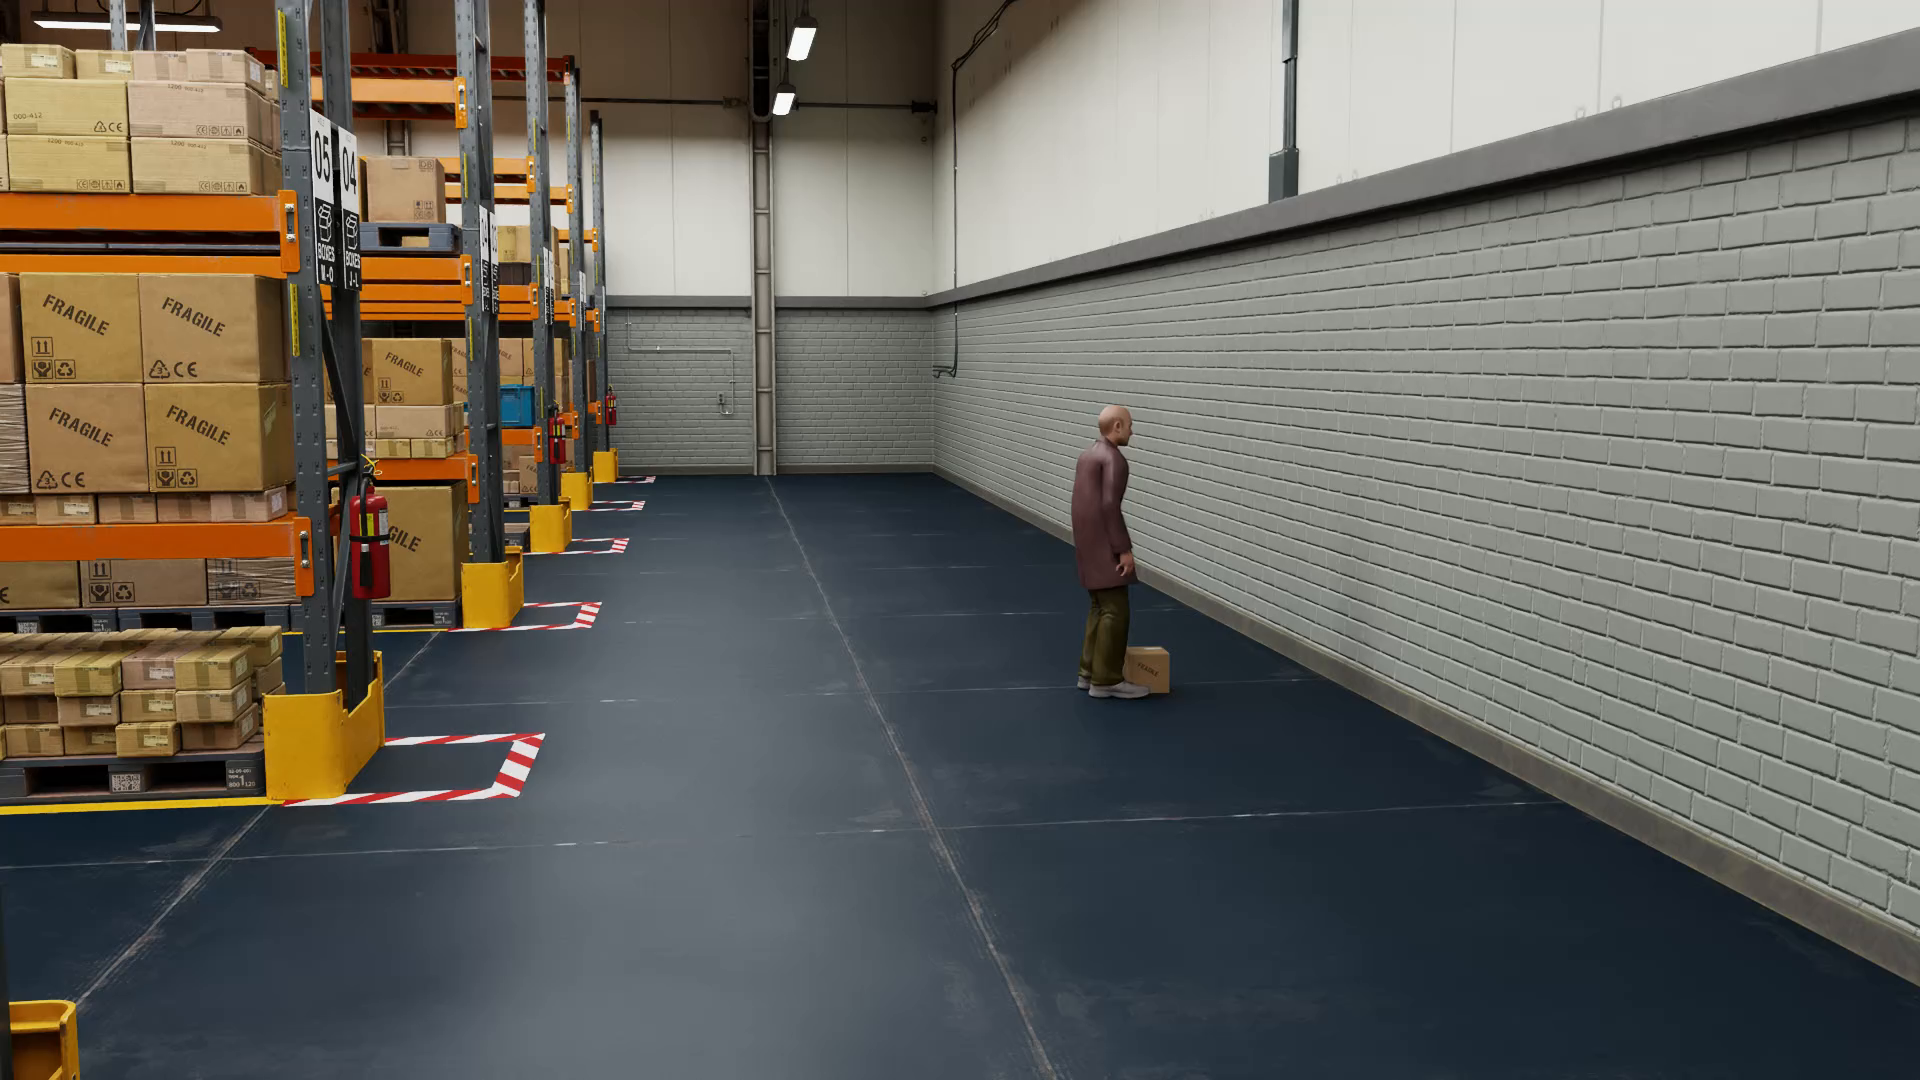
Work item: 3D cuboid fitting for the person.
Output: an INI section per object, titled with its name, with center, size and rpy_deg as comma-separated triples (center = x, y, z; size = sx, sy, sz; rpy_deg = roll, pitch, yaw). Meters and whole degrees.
[person]
center = 0.909, 0.057, 10.266
size = 0.427, 1.773, 0.652
rpy_deg = -1, 6, -12
